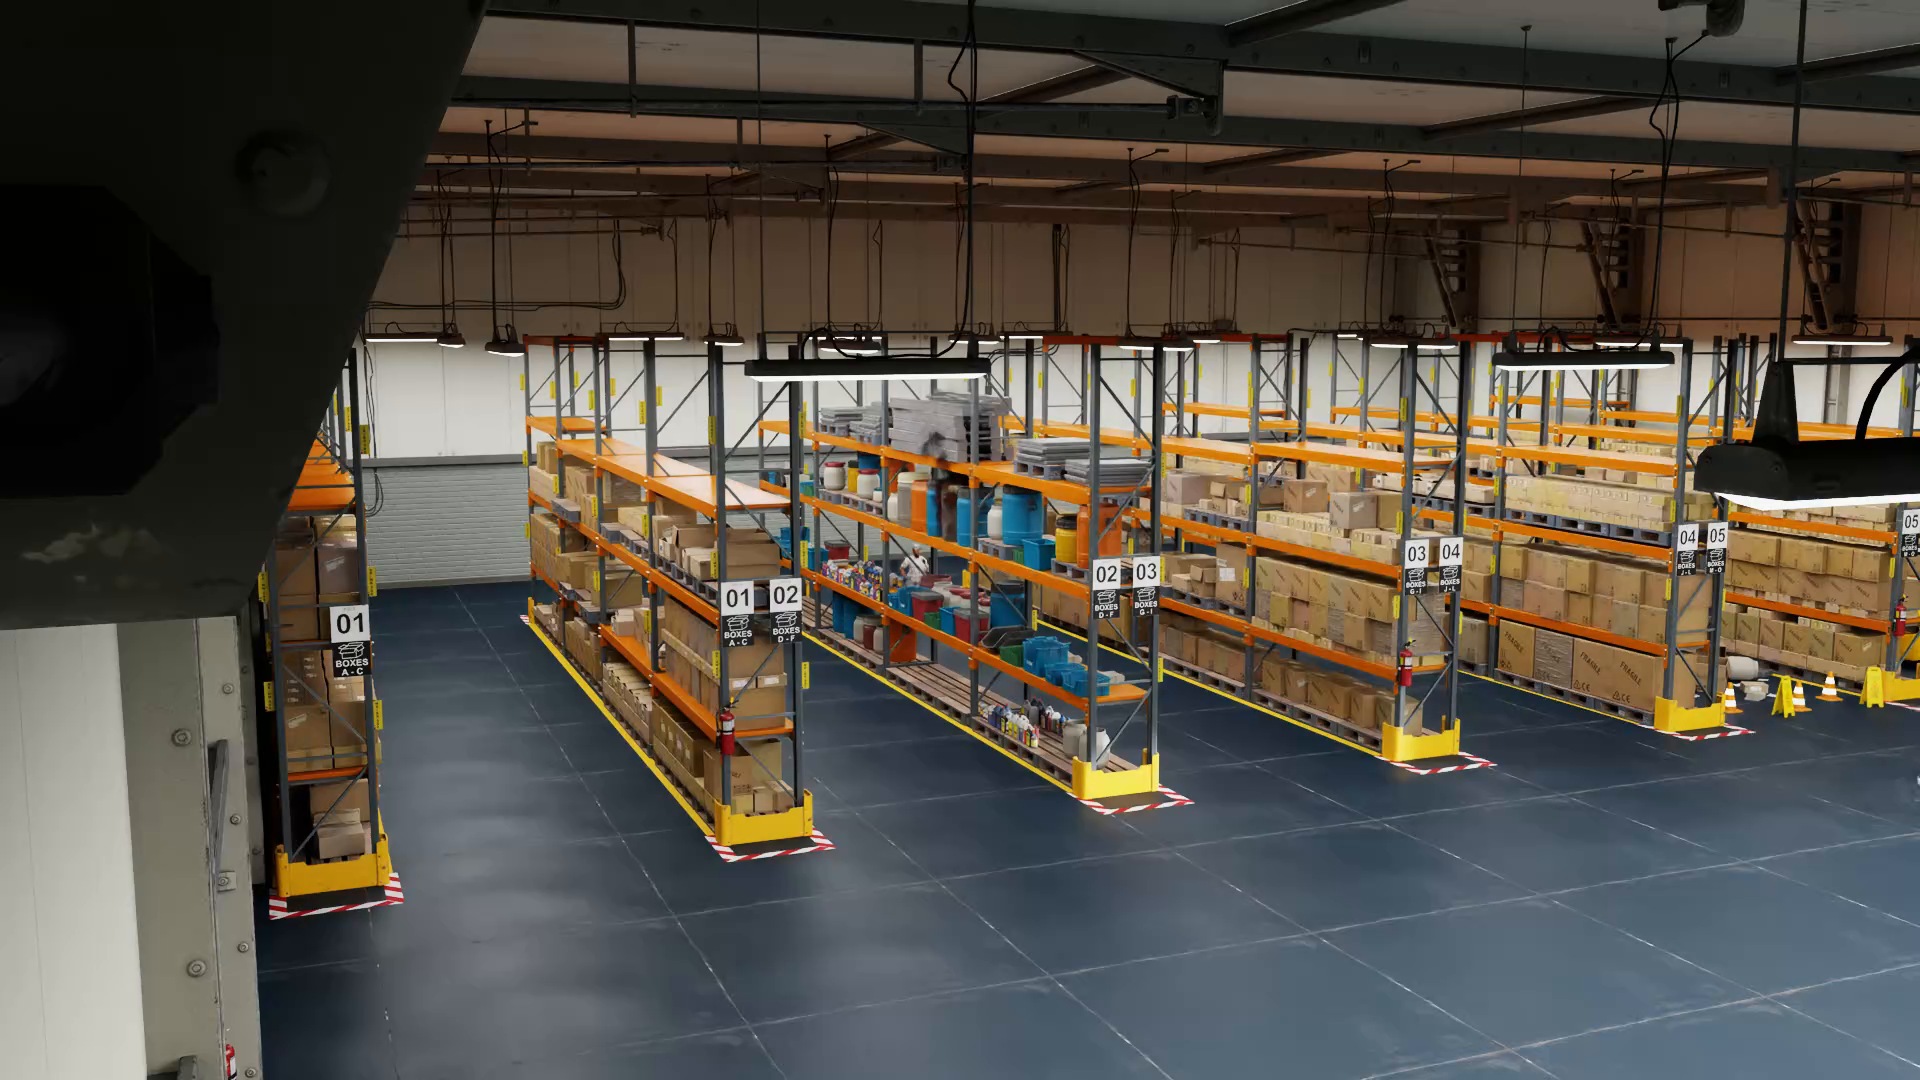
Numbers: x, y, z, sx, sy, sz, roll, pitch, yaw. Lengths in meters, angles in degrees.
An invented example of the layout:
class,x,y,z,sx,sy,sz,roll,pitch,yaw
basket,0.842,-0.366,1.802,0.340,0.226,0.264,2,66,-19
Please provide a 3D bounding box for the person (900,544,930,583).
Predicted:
class,x,y,z,sx,sy,sz,roll,pitch,yaw
person,-0.913,0.899,34.739,0.619,1.639,0.870,-4,9,-30

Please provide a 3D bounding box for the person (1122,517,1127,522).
class,x,y,z,sx,sy,sz,roll,pitch,yaw
person,3.734,0.276,39.558,0.757,1.629,0.505,1,8,7
